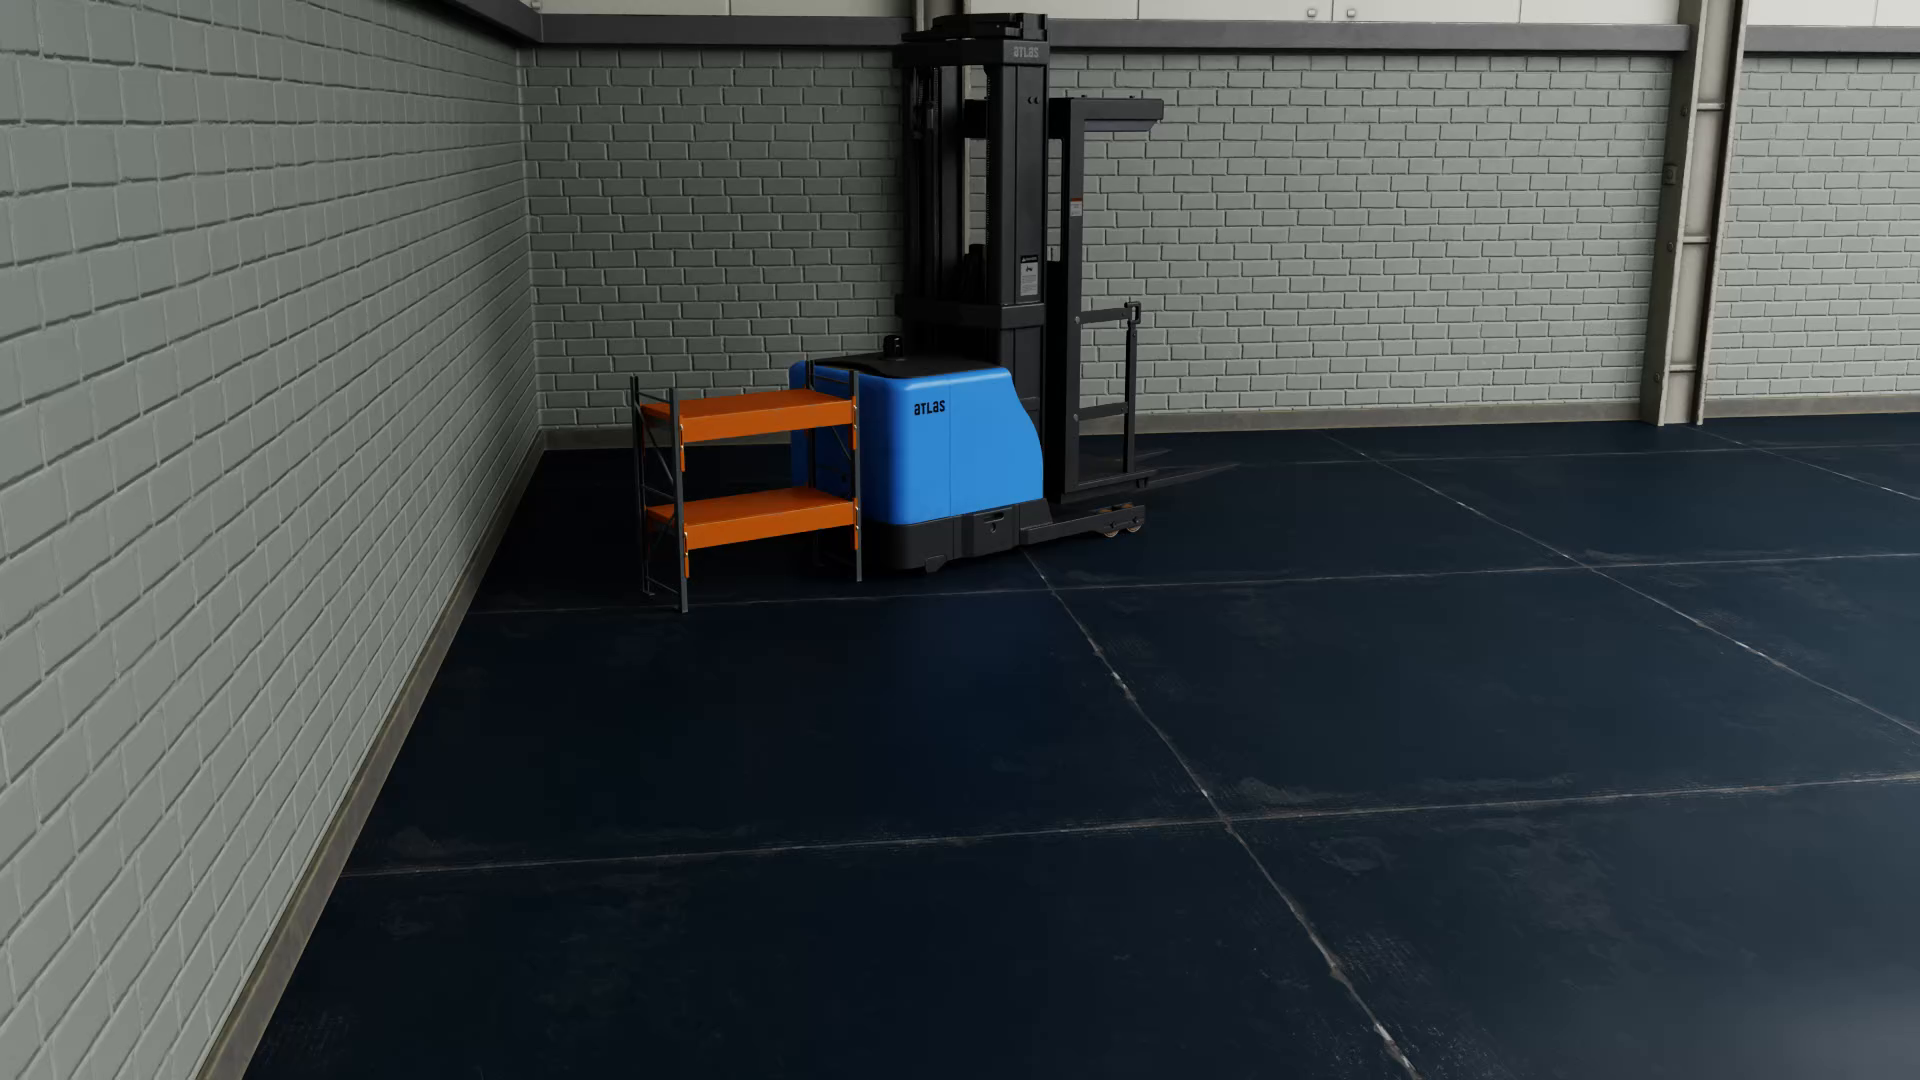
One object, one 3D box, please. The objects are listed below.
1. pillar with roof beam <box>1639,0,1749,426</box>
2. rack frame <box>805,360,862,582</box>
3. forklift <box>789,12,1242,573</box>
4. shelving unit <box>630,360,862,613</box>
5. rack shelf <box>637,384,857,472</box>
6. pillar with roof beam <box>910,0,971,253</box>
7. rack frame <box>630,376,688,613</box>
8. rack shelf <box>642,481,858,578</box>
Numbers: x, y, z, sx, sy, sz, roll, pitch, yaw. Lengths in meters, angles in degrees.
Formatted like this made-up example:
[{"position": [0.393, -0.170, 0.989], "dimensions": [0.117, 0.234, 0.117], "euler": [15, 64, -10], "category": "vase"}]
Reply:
[{"position": [6.433, -4.294, 8.345], "dimensions": [0.400, 9.000, 9.100], "euler": [-2, 14, -8], "category": "pillar with roof beam"}, {"position": [-0.678, -0.375, 8.904], "dimensions": [0.032, 1.125, 0.500], "euler": [-10, 17, -34], "category": "rack frame"}, {"position": [0.472, -1.522, 9.766], "dimensions": [3.031, 2.935, 1.130], "euler": [-12, 18, -40], "category": "forklift"}, {"position": [-1.095, -0.304, 8.622], "dimensions": [1.048, 1.125, 0.538], "euler": [-10, 17, -34], "category": "shelving unit"}, {"position": [-1.095, -0.588, 8.551], "dimensions": [1.000, 0.278, 0.538], "euler": [-10, 17, -34], "category": "rack shelf"}, {"position": [0.500, -4.077, 7.478], "dimensions": [0.400, 9.000, 9.100], "euler": [-2, 14, -8], "category": "pillar with roof beam"}, {"position": [-1.512, -0.233, 8.339], "dimensions": [0.032, 1.125, 0.500], "euler": [-10, 17, -34], "category": "rack frame"}, {"position": [-1.095, -0.067, 8.681], "dimensions": [1.000, 0.278, 0.538], "euler": [-10, 17, -34], "category": "rack shelf"}]
